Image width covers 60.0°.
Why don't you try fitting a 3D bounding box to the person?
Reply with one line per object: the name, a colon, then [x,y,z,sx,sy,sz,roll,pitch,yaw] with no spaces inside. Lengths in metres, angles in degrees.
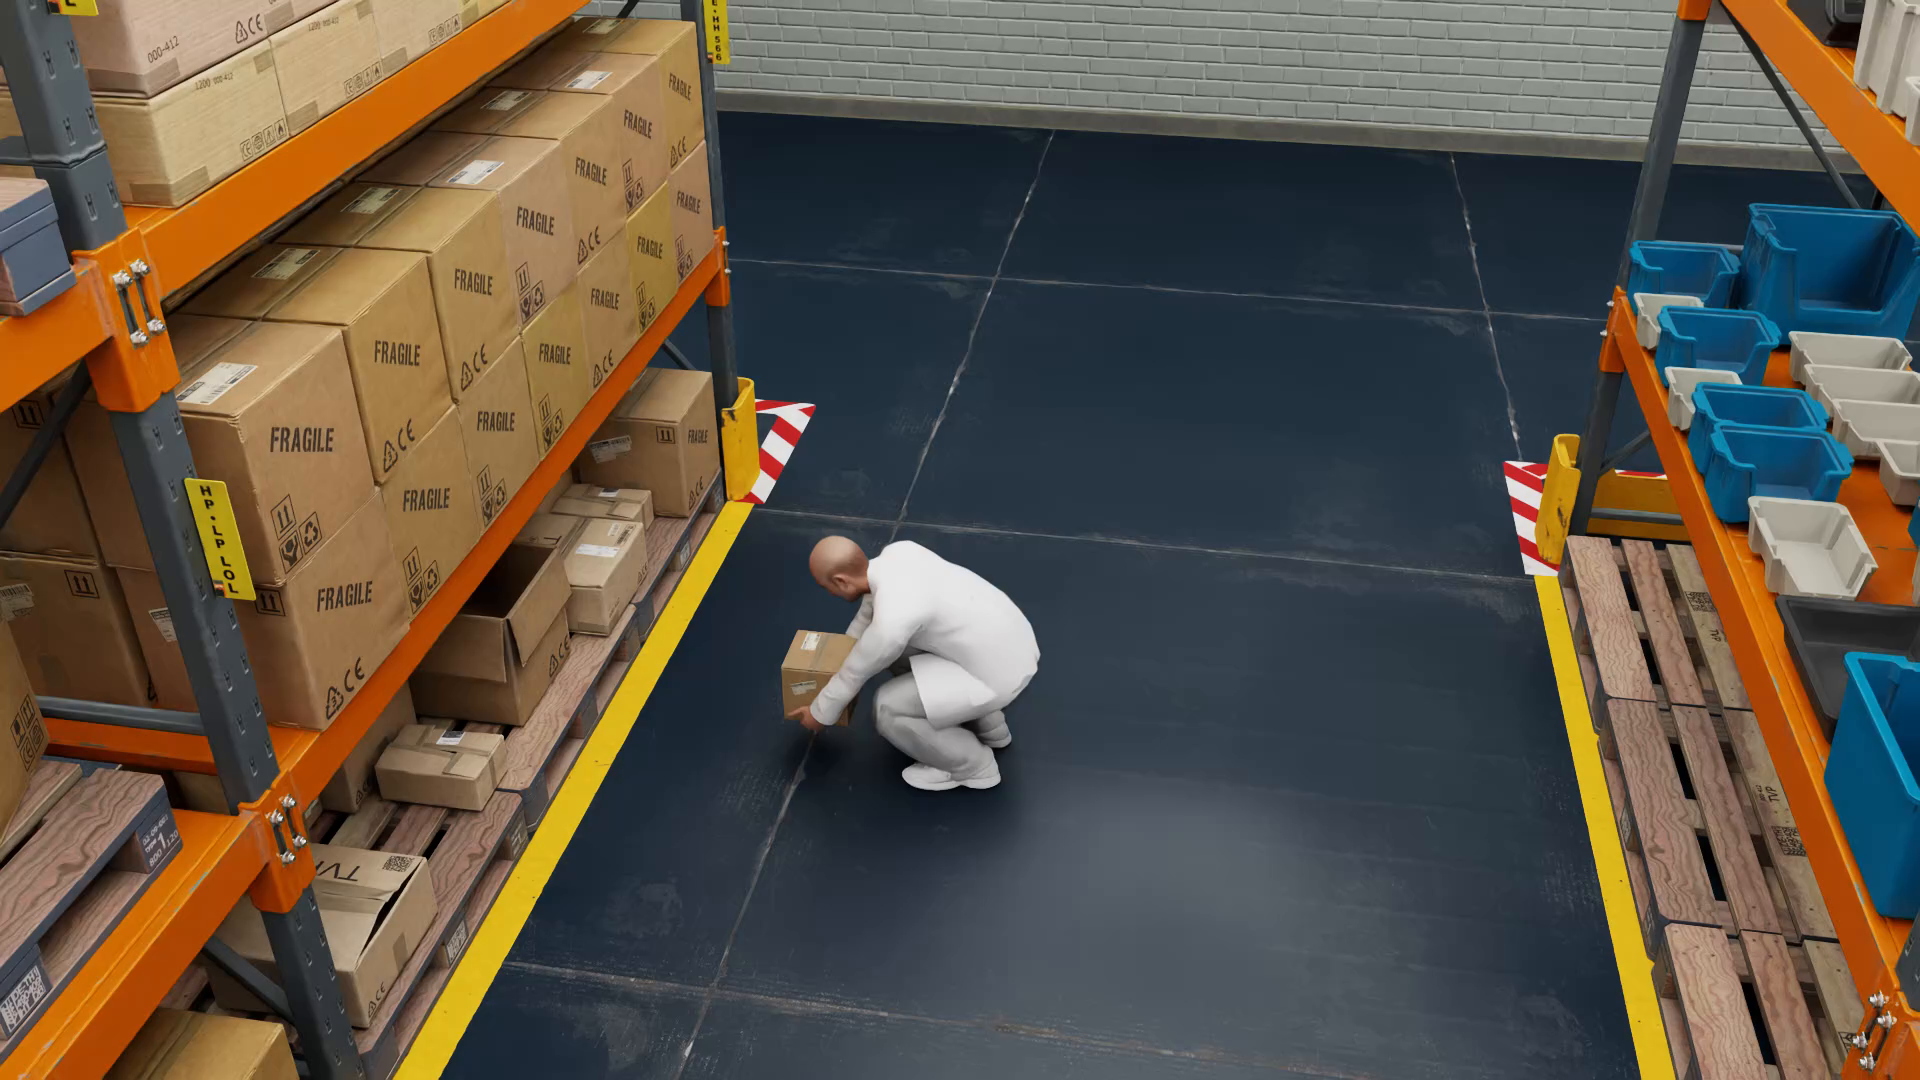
person: [-0.171,0.415,6.225,0.938,1.000,0.577,4,32,7]
